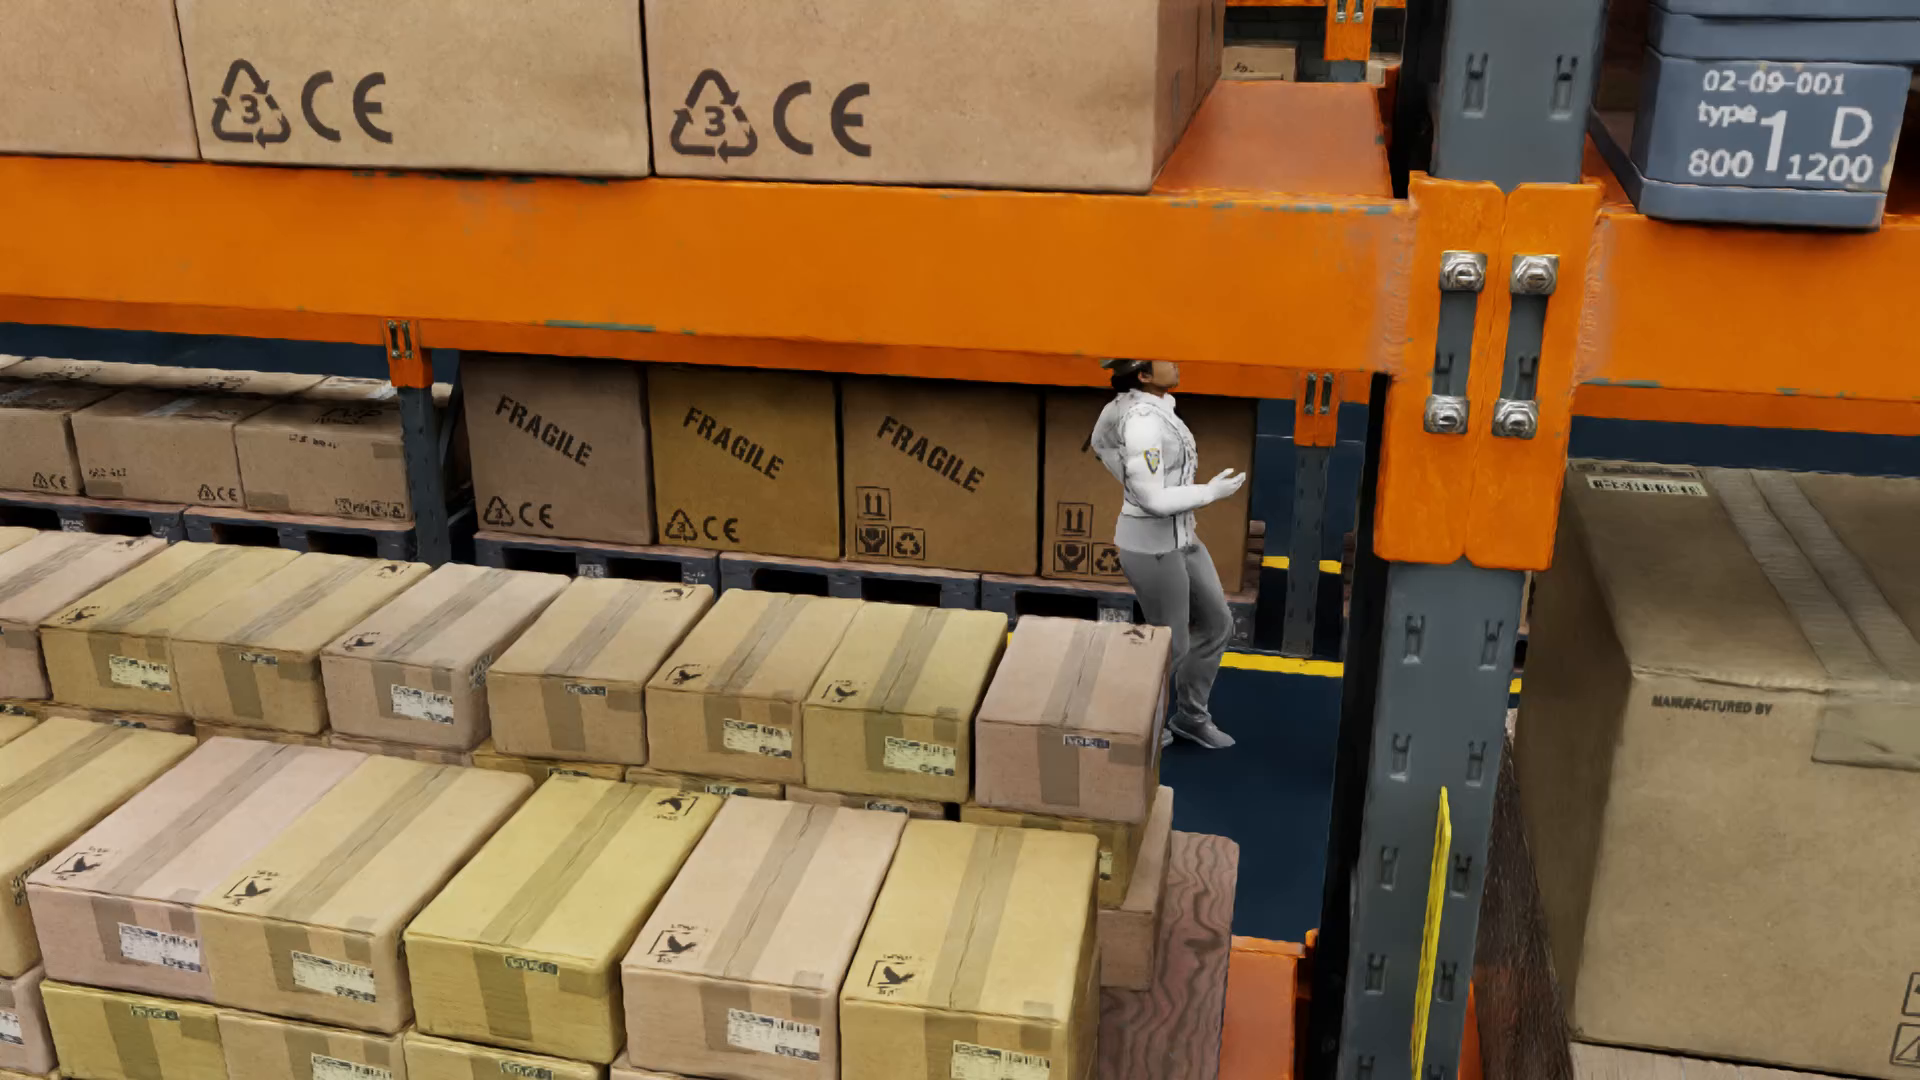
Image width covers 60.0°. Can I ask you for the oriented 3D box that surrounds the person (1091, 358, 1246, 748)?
[{"bbox_3d":[0.734,0.029,6.050,0.623,1.718,0.593,5,22,13],"label":"person"}]
